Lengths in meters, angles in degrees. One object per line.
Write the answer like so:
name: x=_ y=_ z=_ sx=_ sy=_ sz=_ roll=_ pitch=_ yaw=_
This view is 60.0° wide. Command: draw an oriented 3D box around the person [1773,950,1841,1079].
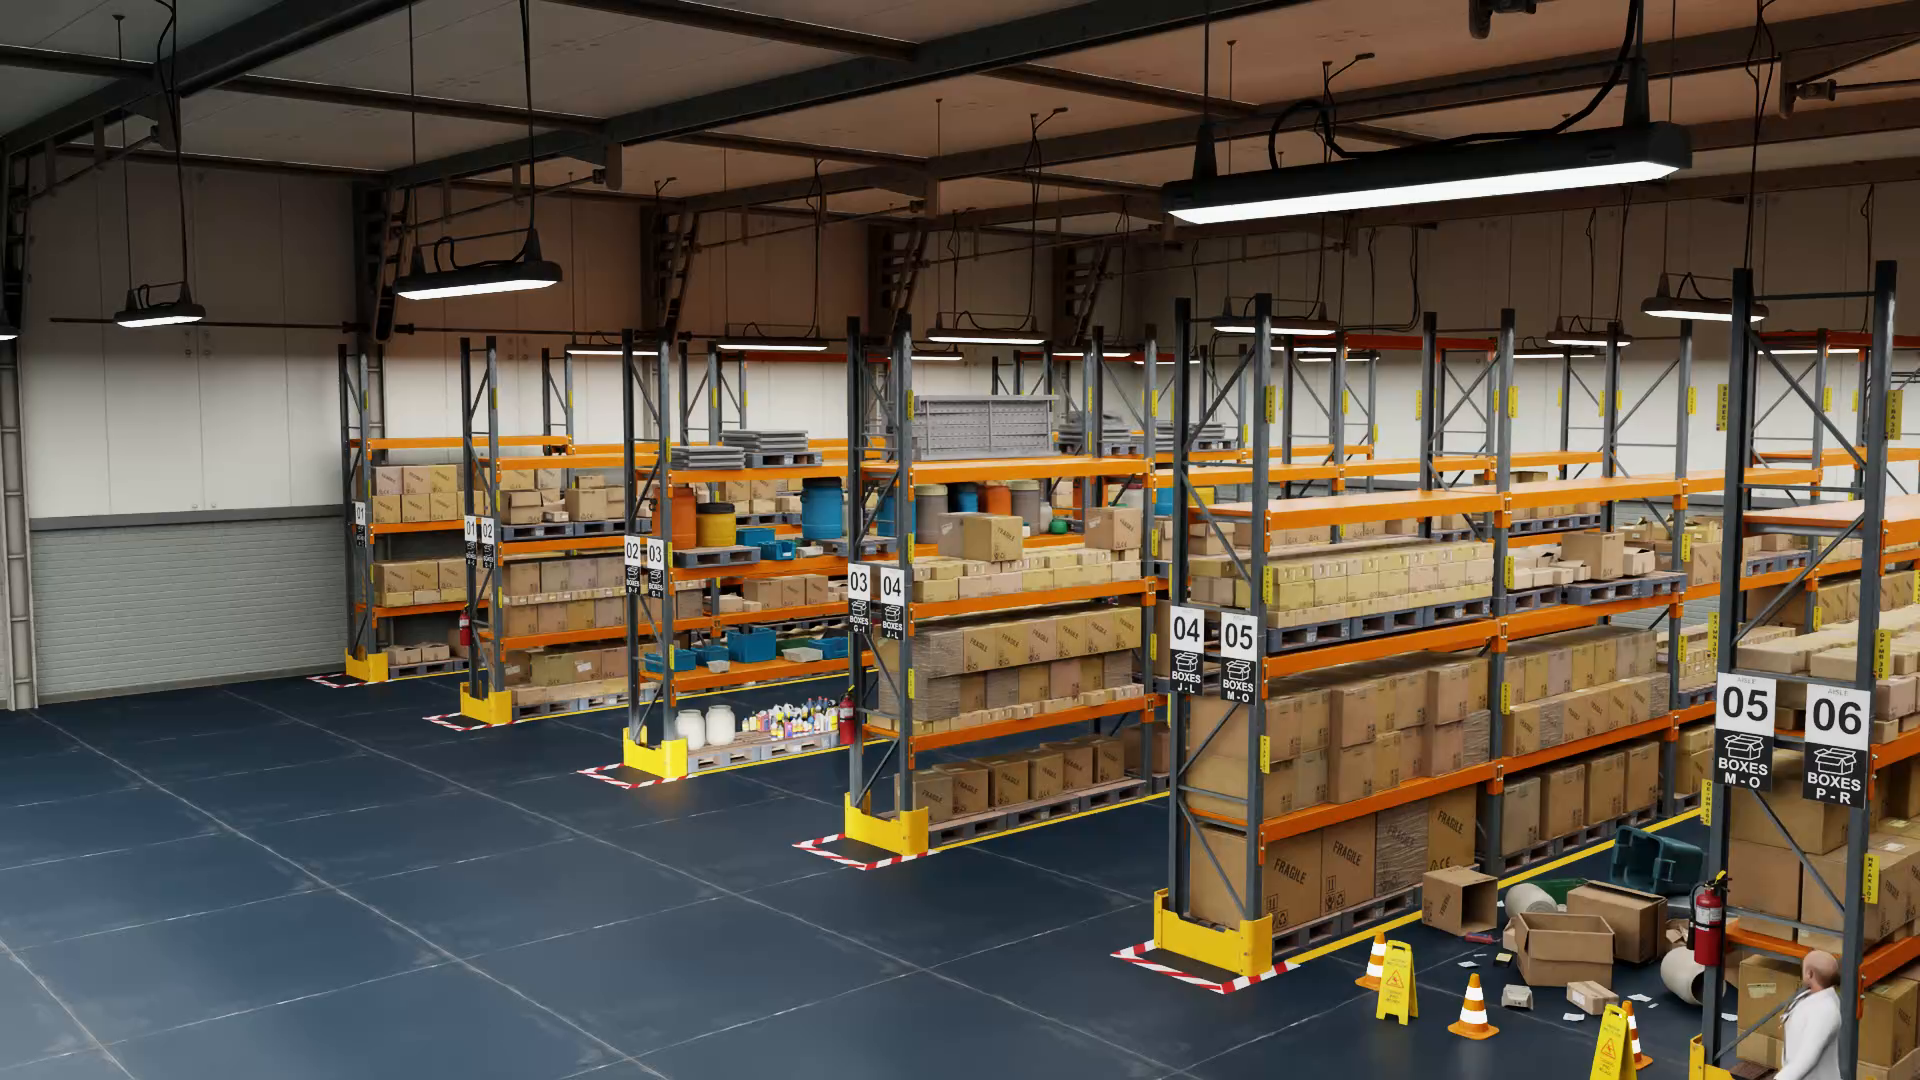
person: x=5.122 y=3.364 z=10.177 sx=1.052 sy=1.730 sz=0.550 roll=0 pitch=5 yaw=4
